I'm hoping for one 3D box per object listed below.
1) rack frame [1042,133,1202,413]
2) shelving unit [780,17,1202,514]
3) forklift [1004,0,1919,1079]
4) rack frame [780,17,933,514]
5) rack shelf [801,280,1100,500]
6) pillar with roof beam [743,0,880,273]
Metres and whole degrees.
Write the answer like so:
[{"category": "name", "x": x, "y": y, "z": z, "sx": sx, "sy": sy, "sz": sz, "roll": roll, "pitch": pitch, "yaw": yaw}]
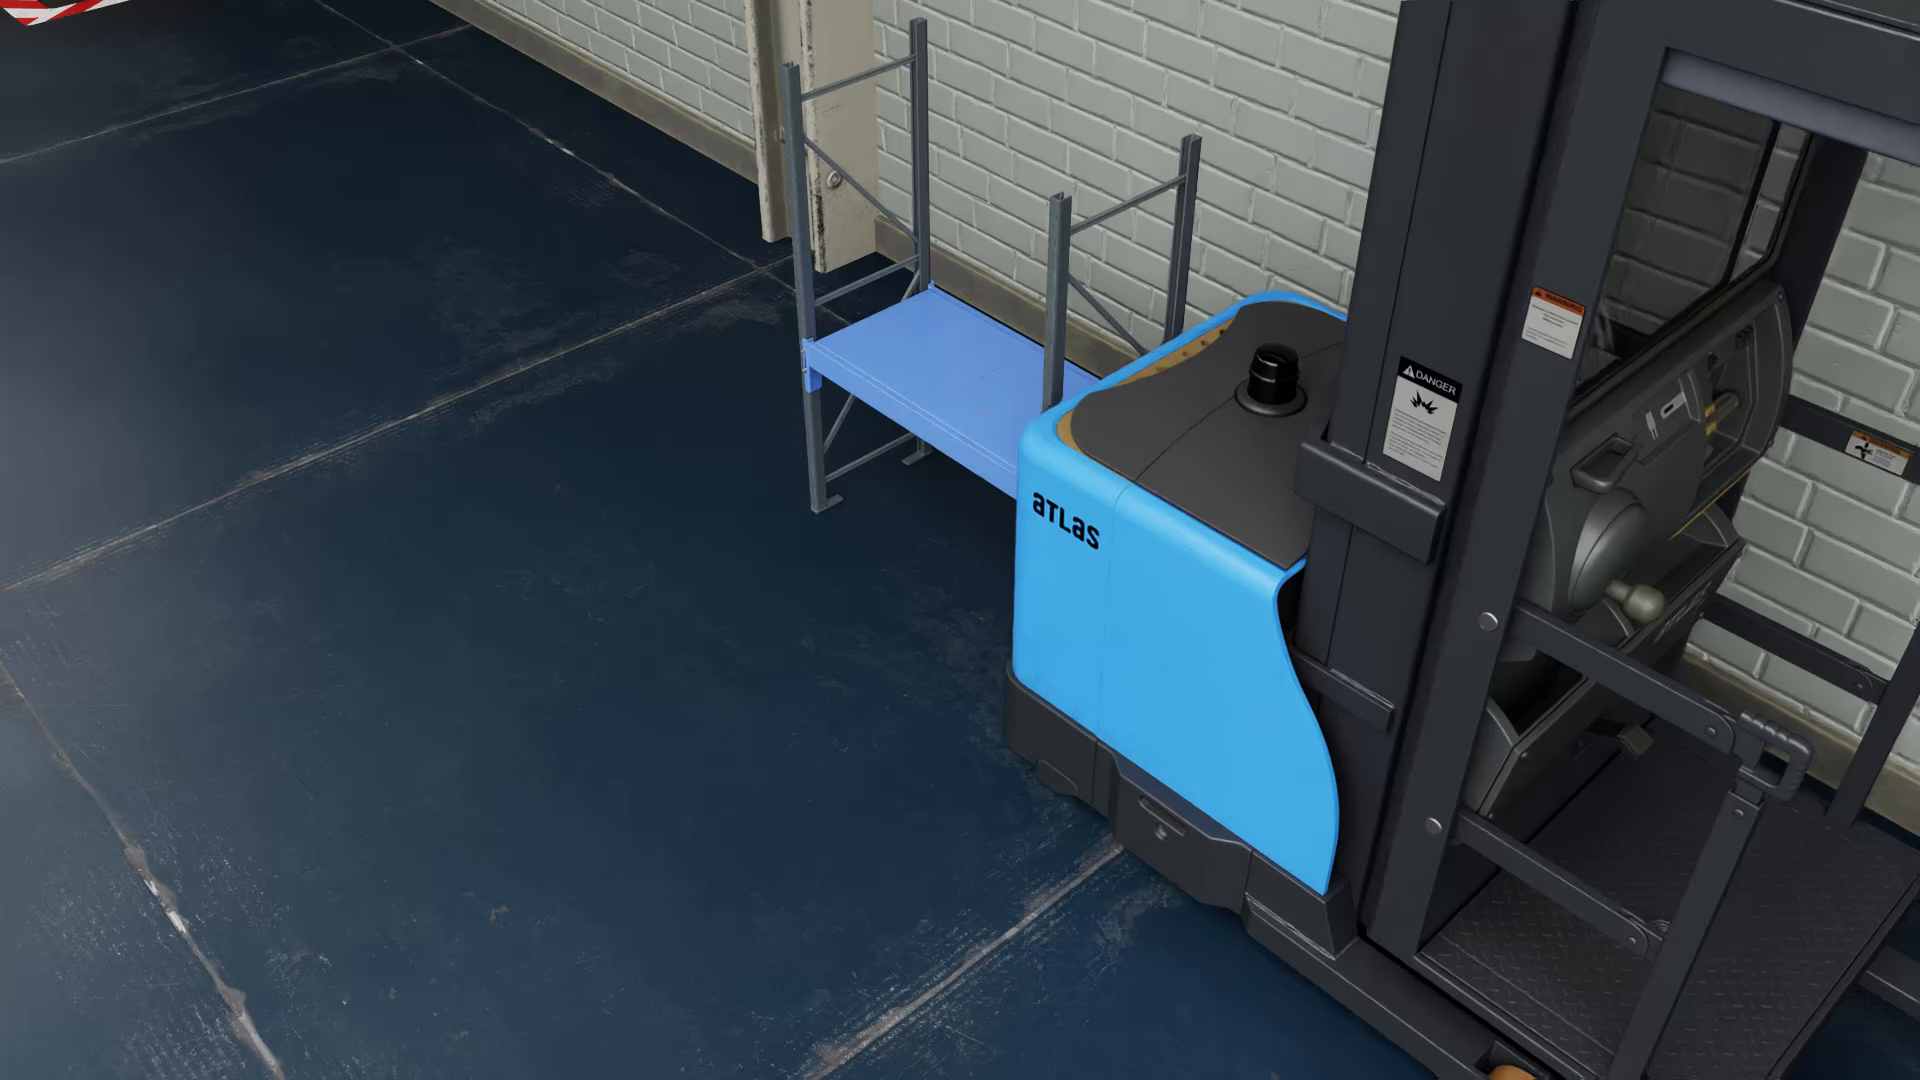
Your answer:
[{"category": "rack frame", "x": 0.401, "y": -0.309, "z": 4.439, "sx": 0.500, "sy": 1.500, "sz": 0.032, "roll": -30, "pitch": 48, "yaw": -32}, {"category": "shelving unit", "x": 0.058, "y": -0.544, "z": 4.730, "sx": 0.538, "sy": 1.500, "sz": 1.048, "roll": -30, "pitch": 48, "yaw": -32}, {"category": "forklift", "x": 1.503, "y": -0.110, "z": 3.054, "sx": 1.130, "sy": 2.935, "sz": 3.031, "roll": -31, "pitch": 48, "yaw": -33}, {"category": "rack frame", "x": -0.286, "y": -0.779, "z": 5.021, "sx": 0.500, "sy": 1.500, "sz": 0.032, "roll": -30, "pitch": 48, "yaw": -32}, {"category": "rack shelf", "x": 0.058, "y": -0.404, "z": 4.843, "sx": 0.538, "sy": 0.185, "sz": 1.000, "roll": -30, "pitch": 48, "yaw": -32}, {"category": "pillar with roof beam", "x": -3.731, "y": -2.876, "z": 1.649, "sx": 9.100, "sy": 9.000, "sz": 0.400, "roll": -30, "pitch": 48, "yaw": -32}]
